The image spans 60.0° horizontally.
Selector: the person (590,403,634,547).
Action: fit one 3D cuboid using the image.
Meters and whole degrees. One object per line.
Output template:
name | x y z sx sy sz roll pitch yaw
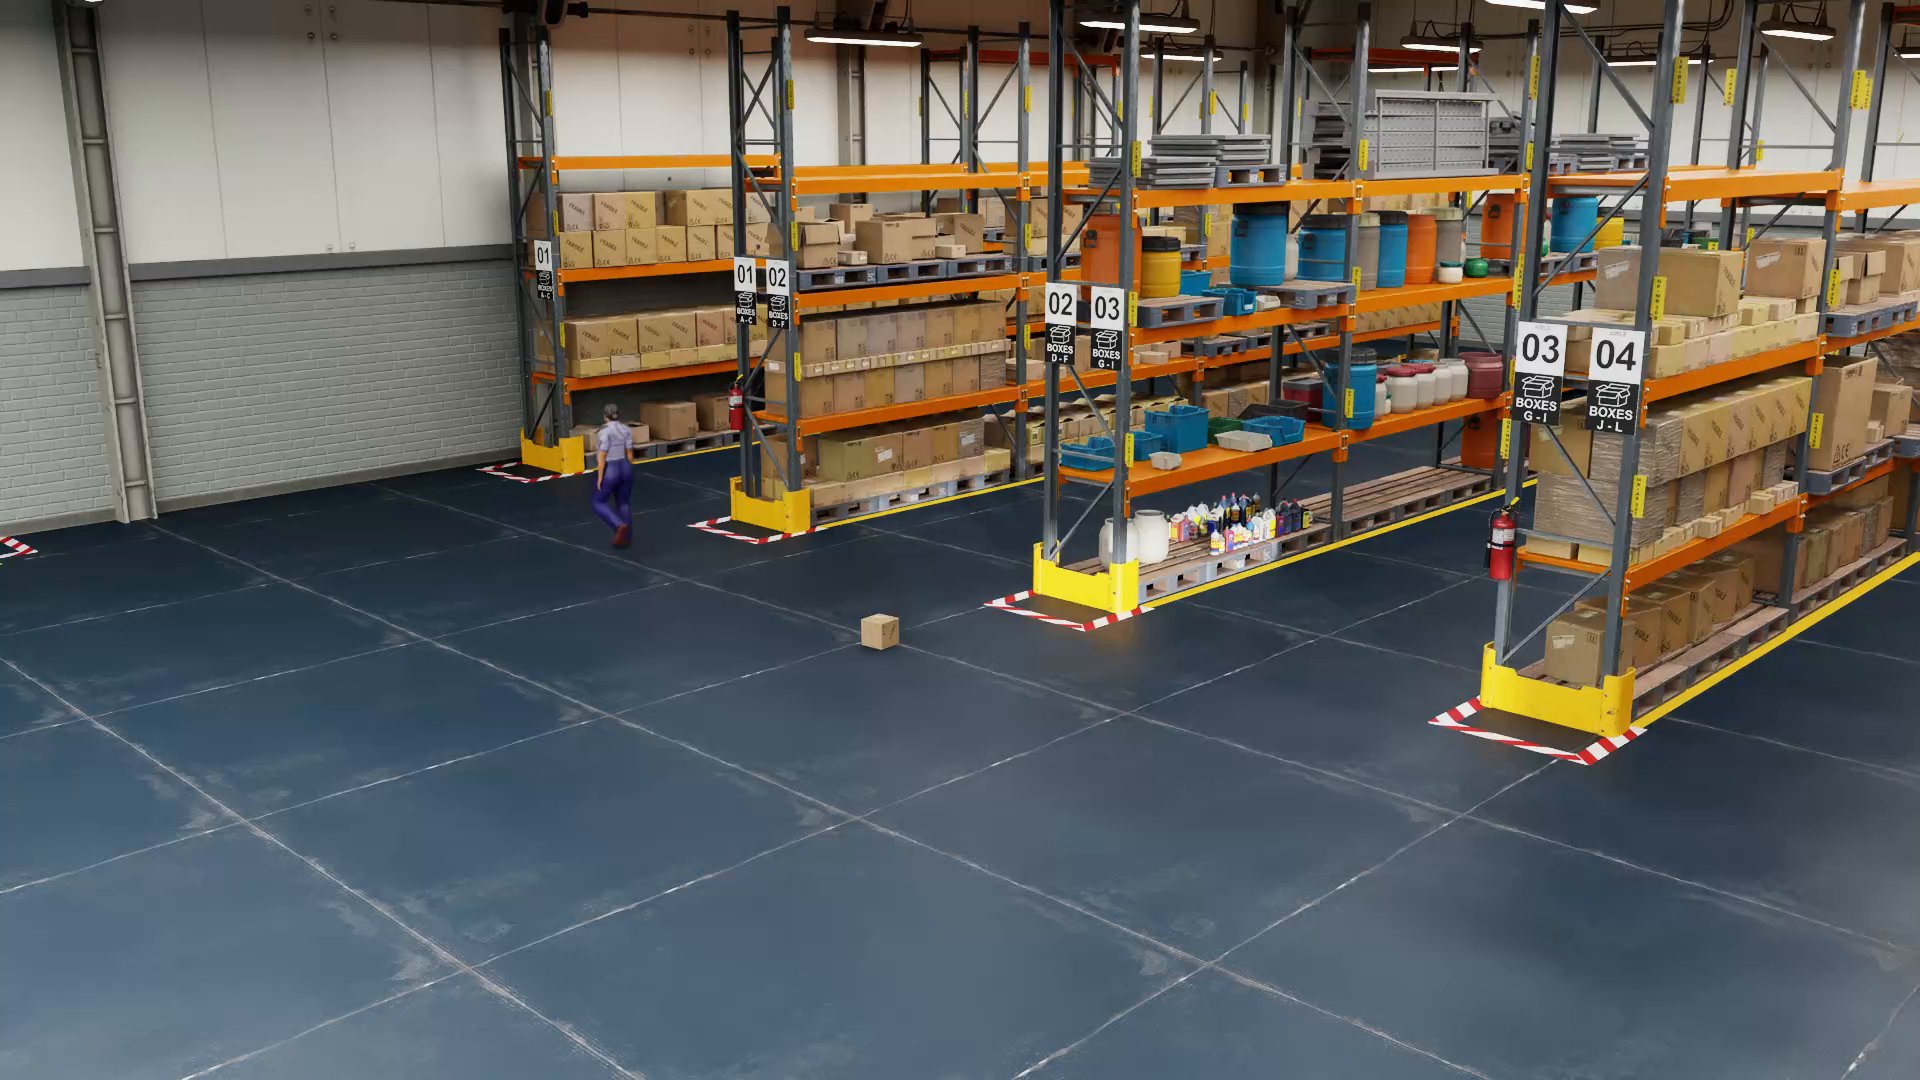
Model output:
person | -3.905 -0.726 18.871 0.495 1.647 0.519 12 18 40
